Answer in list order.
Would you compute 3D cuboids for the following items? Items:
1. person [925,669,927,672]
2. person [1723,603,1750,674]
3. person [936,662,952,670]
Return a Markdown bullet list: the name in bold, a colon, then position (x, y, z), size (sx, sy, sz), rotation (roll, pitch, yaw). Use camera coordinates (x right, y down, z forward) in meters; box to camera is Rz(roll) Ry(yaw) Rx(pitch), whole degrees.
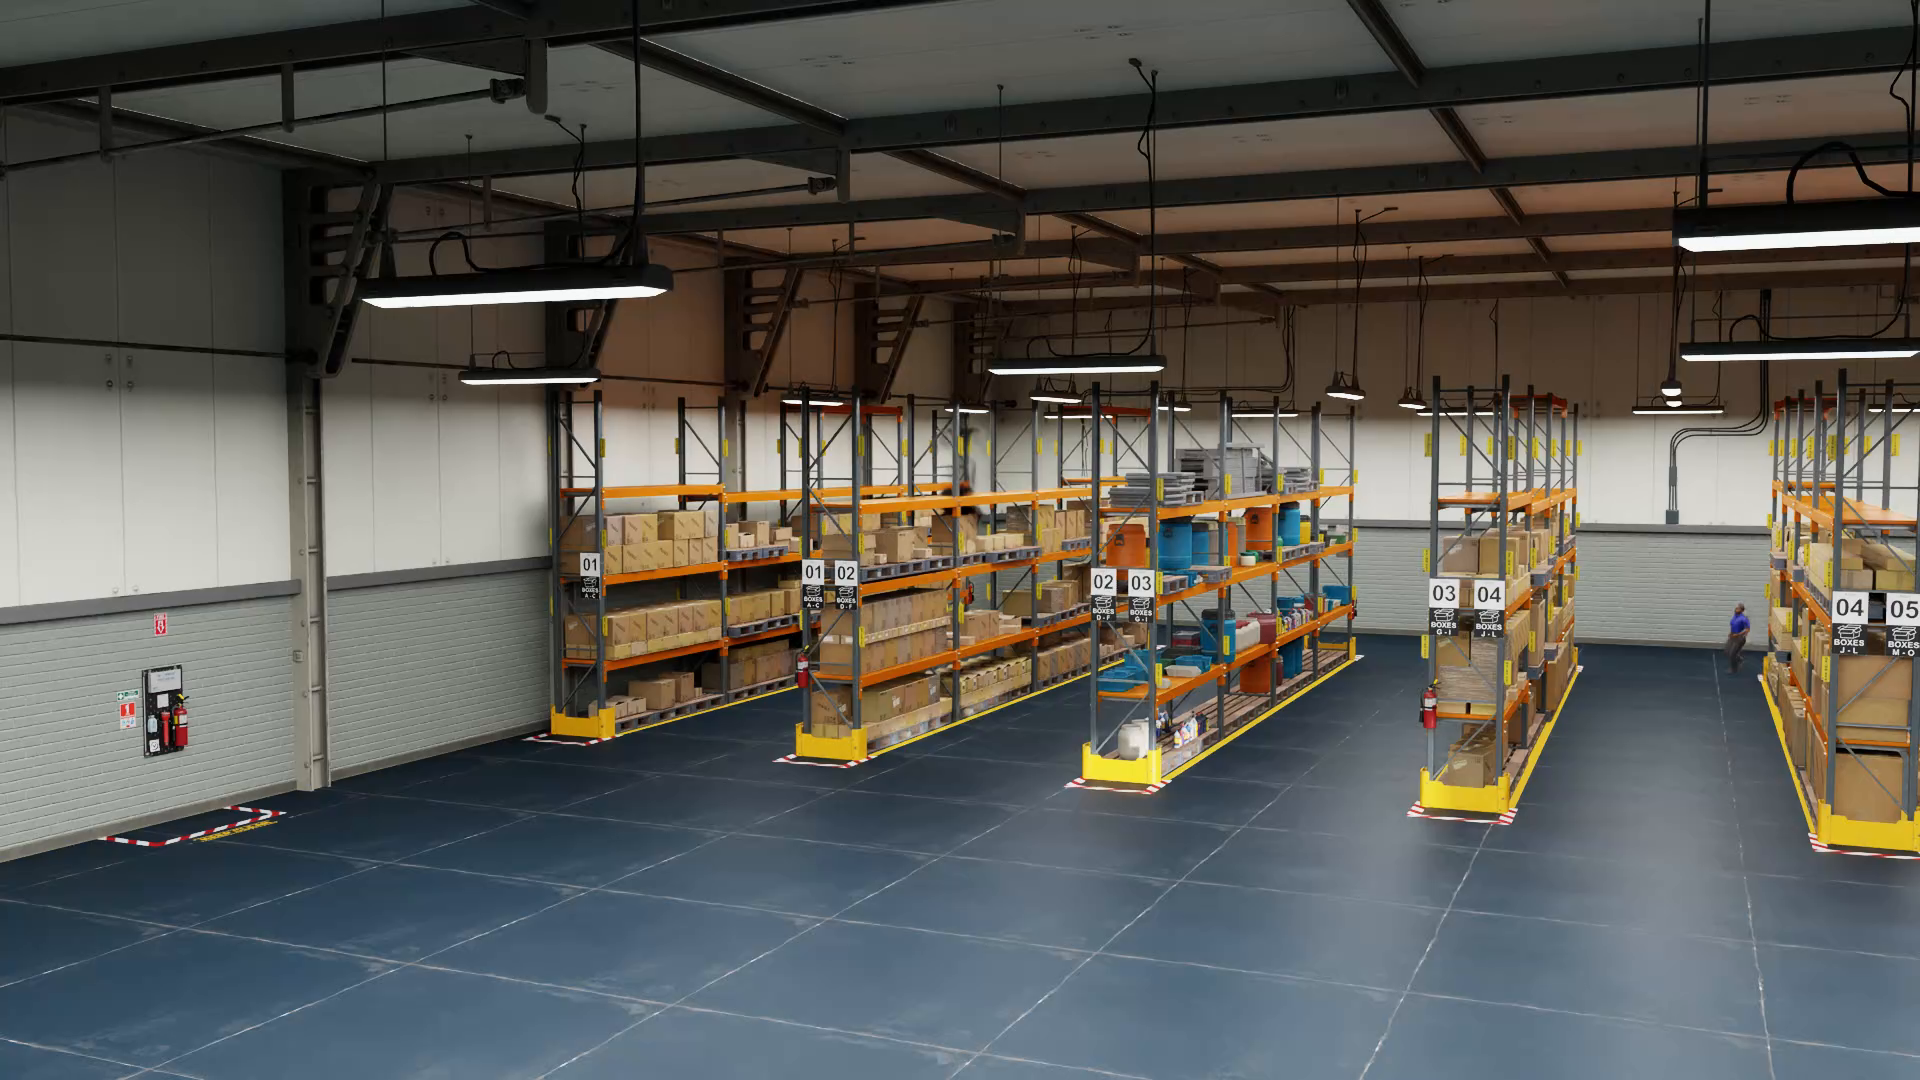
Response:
- **person**: position (-0.895, 2.166, 35.683), size (0.655, 1.764, 0.678), rotation (2, 4, 30)
- **person**: position (17.218, 2.186, 36.730), size (0.555, 1.589, 0.617), rotation (-1, 3, -10)
- **person**: position (-0.316, 2.247, 34.708), size (0.671, 1.708, 0.873), rotation (2, 4, 27)
